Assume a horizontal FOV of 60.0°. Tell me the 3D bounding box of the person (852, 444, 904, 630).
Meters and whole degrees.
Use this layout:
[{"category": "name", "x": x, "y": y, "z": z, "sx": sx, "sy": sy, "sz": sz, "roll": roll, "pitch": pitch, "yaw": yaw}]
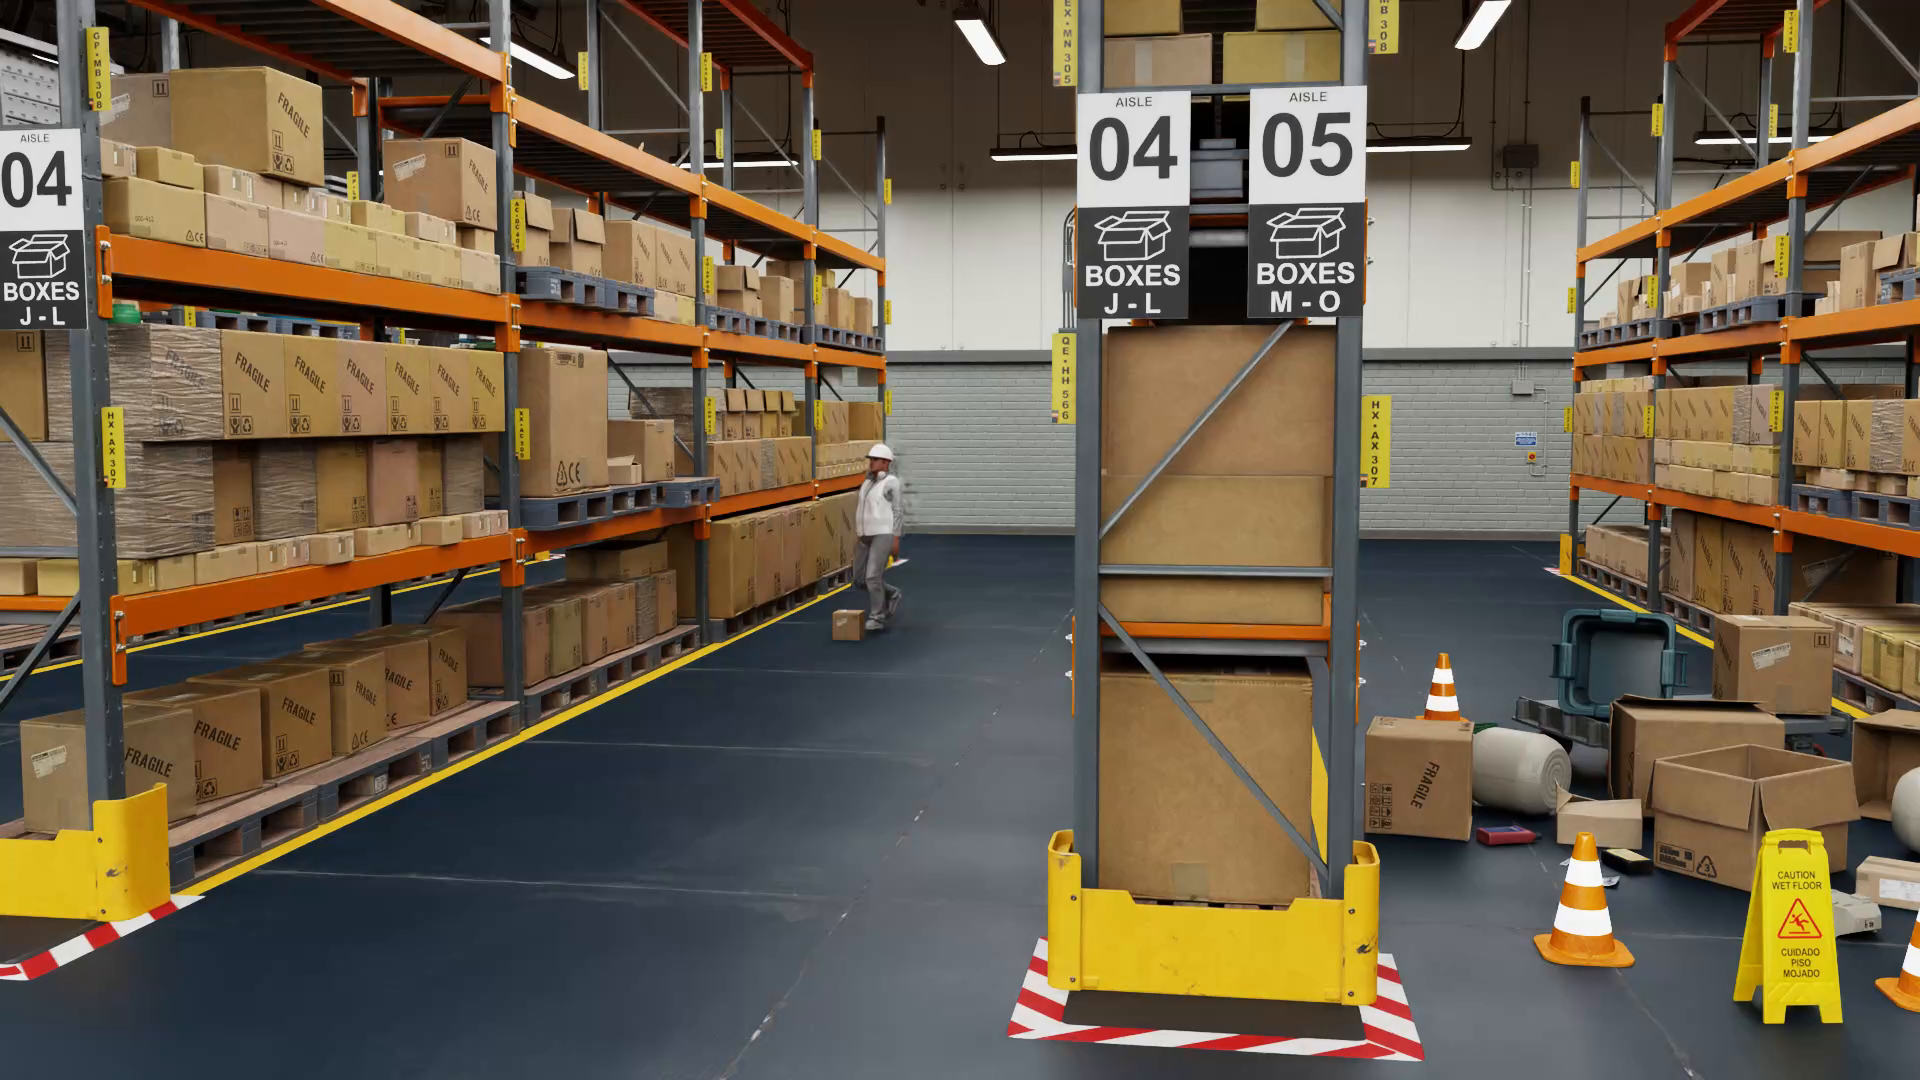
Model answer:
[{"category": "person", "x": -0.782, "y": -0.037, "z": 15.822, "sx": 0.687, "sy": 1.746, "sz": 0.552, "roll": -4, "pitch": 6, "yaw": -41}]
